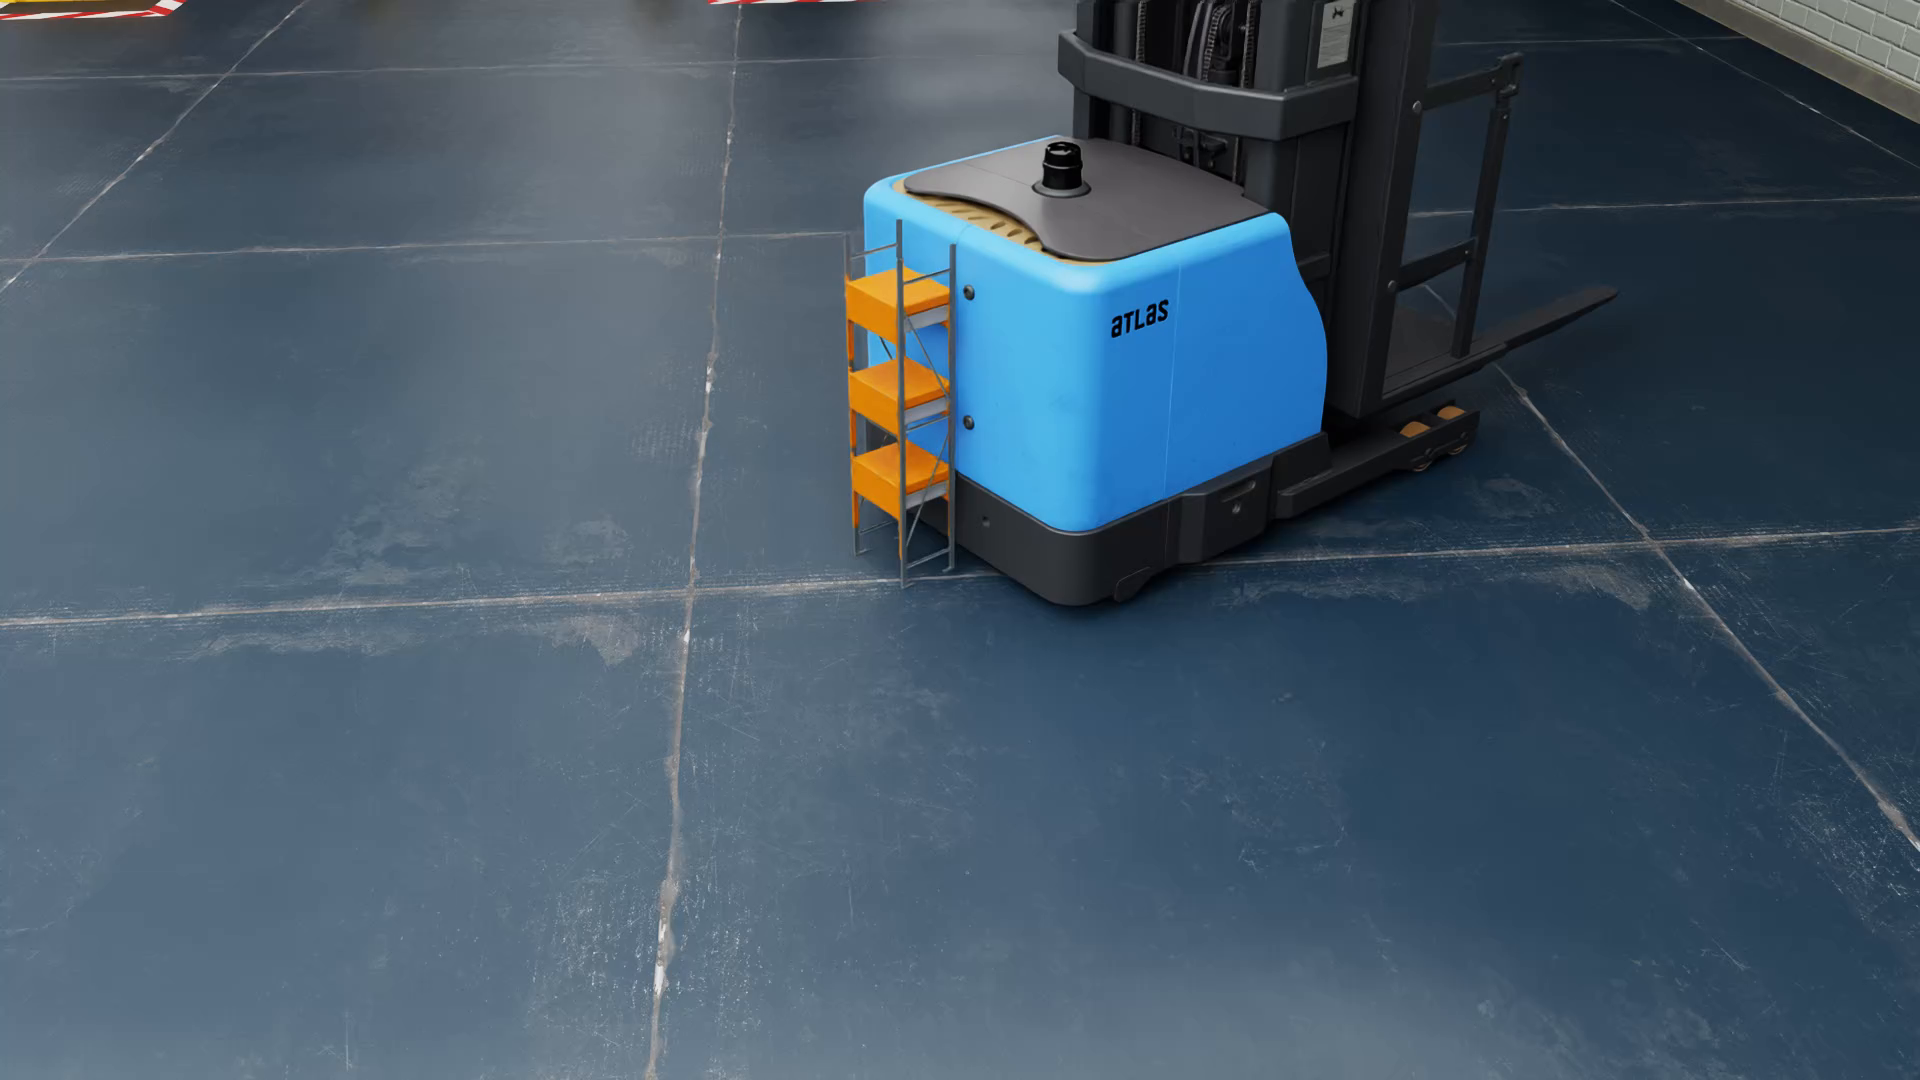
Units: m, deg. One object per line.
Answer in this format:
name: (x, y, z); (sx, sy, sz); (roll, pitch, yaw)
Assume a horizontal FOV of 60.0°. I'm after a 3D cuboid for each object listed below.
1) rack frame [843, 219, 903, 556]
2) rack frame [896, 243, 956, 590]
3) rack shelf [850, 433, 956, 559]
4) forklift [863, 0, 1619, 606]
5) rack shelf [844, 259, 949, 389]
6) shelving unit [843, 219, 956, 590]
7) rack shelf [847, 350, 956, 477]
rack frame: (-0.247, -0.432, 4.945); (0.200, 1.050, 0.008); (-22, 38, -33)
rack frame: (-0.094, -0.333, 4.783); (0.200, 1.050, 0.008); (-22, 38, -33)
rack shelf: (-0.172, -0.136, 5.014); (0.215, 0.259, 0.240); (-22, 38, -33)
forklift: (1.163, -1.680, 5.204); (3.031, 2.935, 1.130); (-22, 37, -33)
rack shelf: (-0.169, -0.616, 4.723); (0.215, 0.259, 0.240); (-22, 38, -33)
shelving unit: (-0.170, -0.382, 4.864); (0.215, 1.050, 0.252); (-22, 38, -33)
rack shelf: (-0.170, -0.373, 4.870); (0.215, 0.259, 0.240); (-22, 38, -33)
